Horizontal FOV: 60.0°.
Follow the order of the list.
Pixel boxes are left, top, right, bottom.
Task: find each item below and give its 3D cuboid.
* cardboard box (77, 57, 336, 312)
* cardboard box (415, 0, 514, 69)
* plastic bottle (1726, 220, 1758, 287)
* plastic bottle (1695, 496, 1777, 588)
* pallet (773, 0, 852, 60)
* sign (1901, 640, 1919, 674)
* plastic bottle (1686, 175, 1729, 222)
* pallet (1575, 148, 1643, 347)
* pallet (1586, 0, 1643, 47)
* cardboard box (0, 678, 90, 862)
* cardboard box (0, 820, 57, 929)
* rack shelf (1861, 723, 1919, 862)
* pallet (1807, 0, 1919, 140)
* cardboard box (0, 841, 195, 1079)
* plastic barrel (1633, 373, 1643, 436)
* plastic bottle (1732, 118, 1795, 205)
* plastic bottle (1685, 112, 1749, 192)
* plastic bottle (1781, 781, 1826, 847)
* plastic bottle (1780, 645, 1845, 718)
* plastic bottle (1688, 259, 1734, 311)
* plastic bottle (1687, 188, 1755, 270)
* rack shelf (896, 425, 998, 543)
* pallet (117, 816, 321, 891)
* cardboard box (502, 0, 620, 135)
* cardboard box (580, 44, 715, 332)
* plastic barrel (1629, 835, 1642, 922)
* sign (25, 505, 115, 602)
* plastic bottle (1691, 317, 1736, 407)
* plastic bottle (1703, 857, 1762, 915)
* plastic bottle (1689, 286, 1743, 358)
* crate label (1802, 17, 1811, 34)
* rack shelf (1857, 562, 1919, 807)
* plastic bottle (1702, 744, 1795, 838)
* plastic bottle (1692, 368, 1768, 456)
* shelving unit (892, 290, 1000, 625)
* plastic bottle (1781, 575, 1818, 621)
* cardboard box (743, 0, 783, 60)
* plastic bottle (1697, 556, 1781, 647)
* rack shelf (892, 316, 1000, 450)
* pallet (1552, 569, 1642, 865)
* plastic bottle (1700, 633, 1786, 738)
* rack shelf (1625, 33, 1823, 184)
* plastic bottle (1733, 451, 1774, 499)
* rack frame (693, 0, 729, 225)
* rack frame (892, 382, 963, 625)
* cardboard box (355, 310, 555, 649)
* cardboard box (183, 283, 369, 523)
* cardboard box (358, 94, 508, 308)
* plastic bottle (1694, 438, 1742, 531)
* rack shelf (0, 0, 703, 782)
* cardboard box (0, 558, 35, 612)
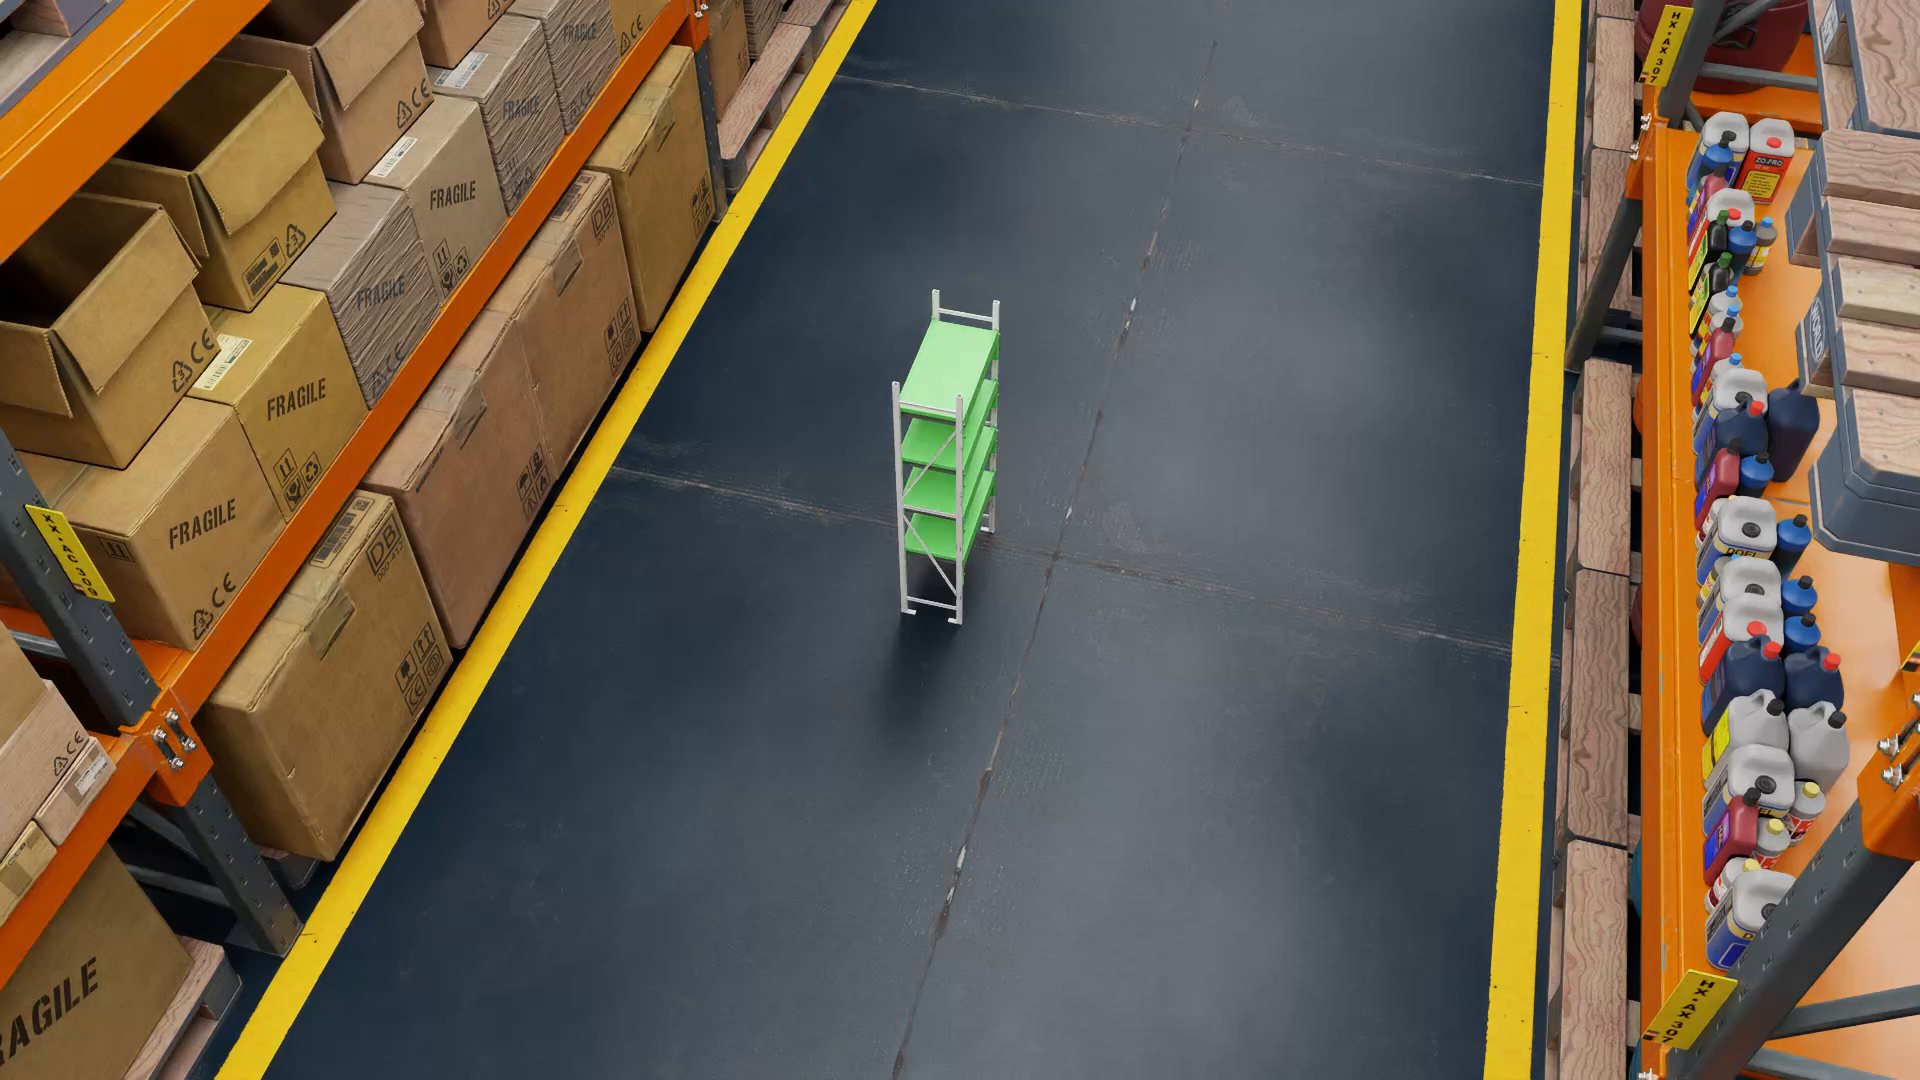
[{"bbox_3d":[-2.325,-1.083,4.888,0.797,0.503,0.637,12,50,10],"label":"cardboard box"},{"bbox_3d":[-2.007,-2.022,5.717,0.797,0.503,0.637,13,50,11],"label":"cardboard box"},{"bbox_3d":[2.608,-0.959,5.600,0.097,0.271,0.097,0,49,0],"label":"plastic bottle"},{"bbox_3d":[2.218,0.015,4.737,0.152,0.276,0.135,12,50,10],"label":"plastic bottle"},{"bbox_3d":[-1.094,-3.175,9.330,1.003,0.211,1.213,12,50,10],"label":"pallet"},{"bbox_3d":[1.571,0.112,2.563,0.100,0.325,0.005,12,50,10],"label":"sign"},{"bbox_3d":[2.645,-1.212,5.870,0.097,0.201,0.097,0,49,0],"label":"plastic bottle"},{"bbox_3d":[3.395,-1.306,7.681,1.003,0.211,1.213,12,50,10],"label":"pallet"},{"bbox_3d":[4.037,-3.071,9.238,1.003,0.211,1.213,12,50,10],"label":"pallet"},{"bbox_3d":[-2.540,0.562,4.074,0.500,0.250,0.500,11,49,9],"label":"cardboard box"},{"bbox_3d":[-2.509,0.795,4.134,0.380,0.149,0.250,12,50,11],"label":"cardboard box"},{"bbox_3d":[1.575,1.909,1.462,1.077,0.370,4.000,12,50,10],"label":"rack shelf"},{"bbox_3d":[2.509,-1.120,3.782,1.003,0.211,1.213,12,50,10],"label":"pallet"},{"bbox_3d":[-2.928,1.266,4.688,0.875,0.875,0.875,12,50,10],"label":"cardboard box"},{"bbox_3d":[3.041,-0.740,6.488,0.600,0.830,0.708,12,50,10],"label":"plastic barrel"},{"bbox_3d":[2.875,-1.356,5.947,0.152,0.276,0.135,12,50,10],"label":"plastic bottle"},{"bbox_3d":[2.728,-1.386,5.974,0.152,0.276,0.135,12,50,10],"label":"plastic bottle"},{"bbox_3d":[2.114,0.681,4.200,0.097,0.201,0.097,0,49,0],"label":"plastic bottle"},{"bbox_3d":[2.215,0.399,4.349,0.144,0.351,0.185,12,50,10],"label":"plastic bottle"},{"bbox_3d":[2.514,-0.851,5.552,0.097,0.201,0.097,0,49,0],"label":"plastic bottle"},{"bbox_3d":[2.606,-1.051,5.679,0.152,0.276,0.135,12,50,10],"label":"plastic bottle"},{"bbox_3d":[-0.044,-0.235,6.161,0.258,0.148,0.480,12,50,10],"label":"rack shelf"},{"bbox_3d":[-2.547,0.590,6.008,1.003,0.211,1.213,12,50,10],"label":"pallet"},{"bbox_3d":[-1.652,-1.921,6.297,0.500,0.500,0.500,11,50,10],"label":"cardboard box"},{"bbox_3d":[-1.826,-1.594,7.212,1.225,0.875,0.875,9,49,8],"label":"cardboard box"},{"bbox_3d":[2.447,0.870,5.019,0.600,0.901,0.708,12,50,10],"label":"plastic barrel"},{"bbox_3d":[-2.142,0.036,4.006,0.100,0.325,0.005,12,50,10],"label":"sign"},{"bbox_3d":[2.380,-0.561,5.241,0.061,0.283,0.133,12,50,10],"label":"plastic bottle"},{"bbox_3d":[1.897,0.845,4.055,0.097,0.201,0.097,0,49,0],"label":"plastic bottle"},{"bbox_3d":[2.453,-0.708,5.379,0.097,0.271,0.097,0,49,0],"label":"plastic bottle"},{"bbox_3d":[3.676,-2.353,6.721,0.502,0.435,0.616,12,50,10],"label":"crate label"},{"bbox_3d":[2.627,-0.984,4.016,1.077,0.370,4.000,12,50,10],"label":"rack shelf"},{"bbox_3d":[1.989,0.645,4.181,0.152,0.276,0.135,12,50,10],"label":"plastic bottle"},{"bbox_3d":[2.363,-0.383,5.089,0.152,0.276,0.135,12,50,10],"label":"plastic bottle"},{"bbox_3d":[-0.044,-0.277,6.113,0.258,1.200,0.503,12,50,10],"label":"shelving unit"},{"bbox_3d":[2.282,0.196,4.581,0.097,0.271,0.097,0,49,0],"label":"plastic bottle"},{"bbox_3d":[-1.334,-2.864,8.570,0.700,0.500,0.500,8,49,7],"label":"cardboard box"},{"bbox_3d":[2.157,0.183,4.589,0.152,0.276,0.135,12,50,10],"label":"plastic bottle"},{"bbox_3d":[-0.044,-0.553,5.801,0.258,0.148,0.480,12,50,10],"label":"rack shelf"},{"bbox_3d":[2.663,0.705,5.906,1.003,0.211,1.213,12,50,10],"label":"pallet"},{"bbox_3d":[2.076,0.371,4.374,0.144,0.351,0.185,12,50,10],"label":"plastic bottle"},{"bbox_3d":[3.680,-2.885,7.694,1.077,0.370,4.000,12,50,10],"label":"rack shelf"},{"bbox_3d":[2.316,-0.157,4.892,0.097,0.271,0.097,0,49,0],"label":"plastic bottle"},{"bbox_3d":[-1.625,-2.653,7.010,1.000,3.000,0.127,12,50,10],"label":"rack frame"},{"bbox_3d":[-0.108,-0.101,5.958,0.240,1.200,0.015,12,50,10],"label":"rack frame"},{"bbox_3d":[-2.294,-0.309,6.078,1.225,0.875,0.875,10,49,9],"label":"cardboard box"},{"bbox_3d":[-2.184,-0.440,4.990,0.500,0.500,0.500,12,50,10],"label":"cardboard box"},{"bbox_3d":[-1.921,-1.177,5.640,0.500,0.500,0.500,12,50,11],"label":"cardboard box"},{"bbox_3d":[2.235,-0.163,4.890,0.061,0.283,0.133,12,50,10],"label":"plastic bottle"},{"bbox_3d":[-2.151,-0.969,6.003,1.077,0.370,4.000,12,50,10],"label":"rack shelf"},{"bbox_3d":[-2.818,-0.185,4.765,0.500,0.500,0.500,12,50,10],"label":"cardboard box"}]
